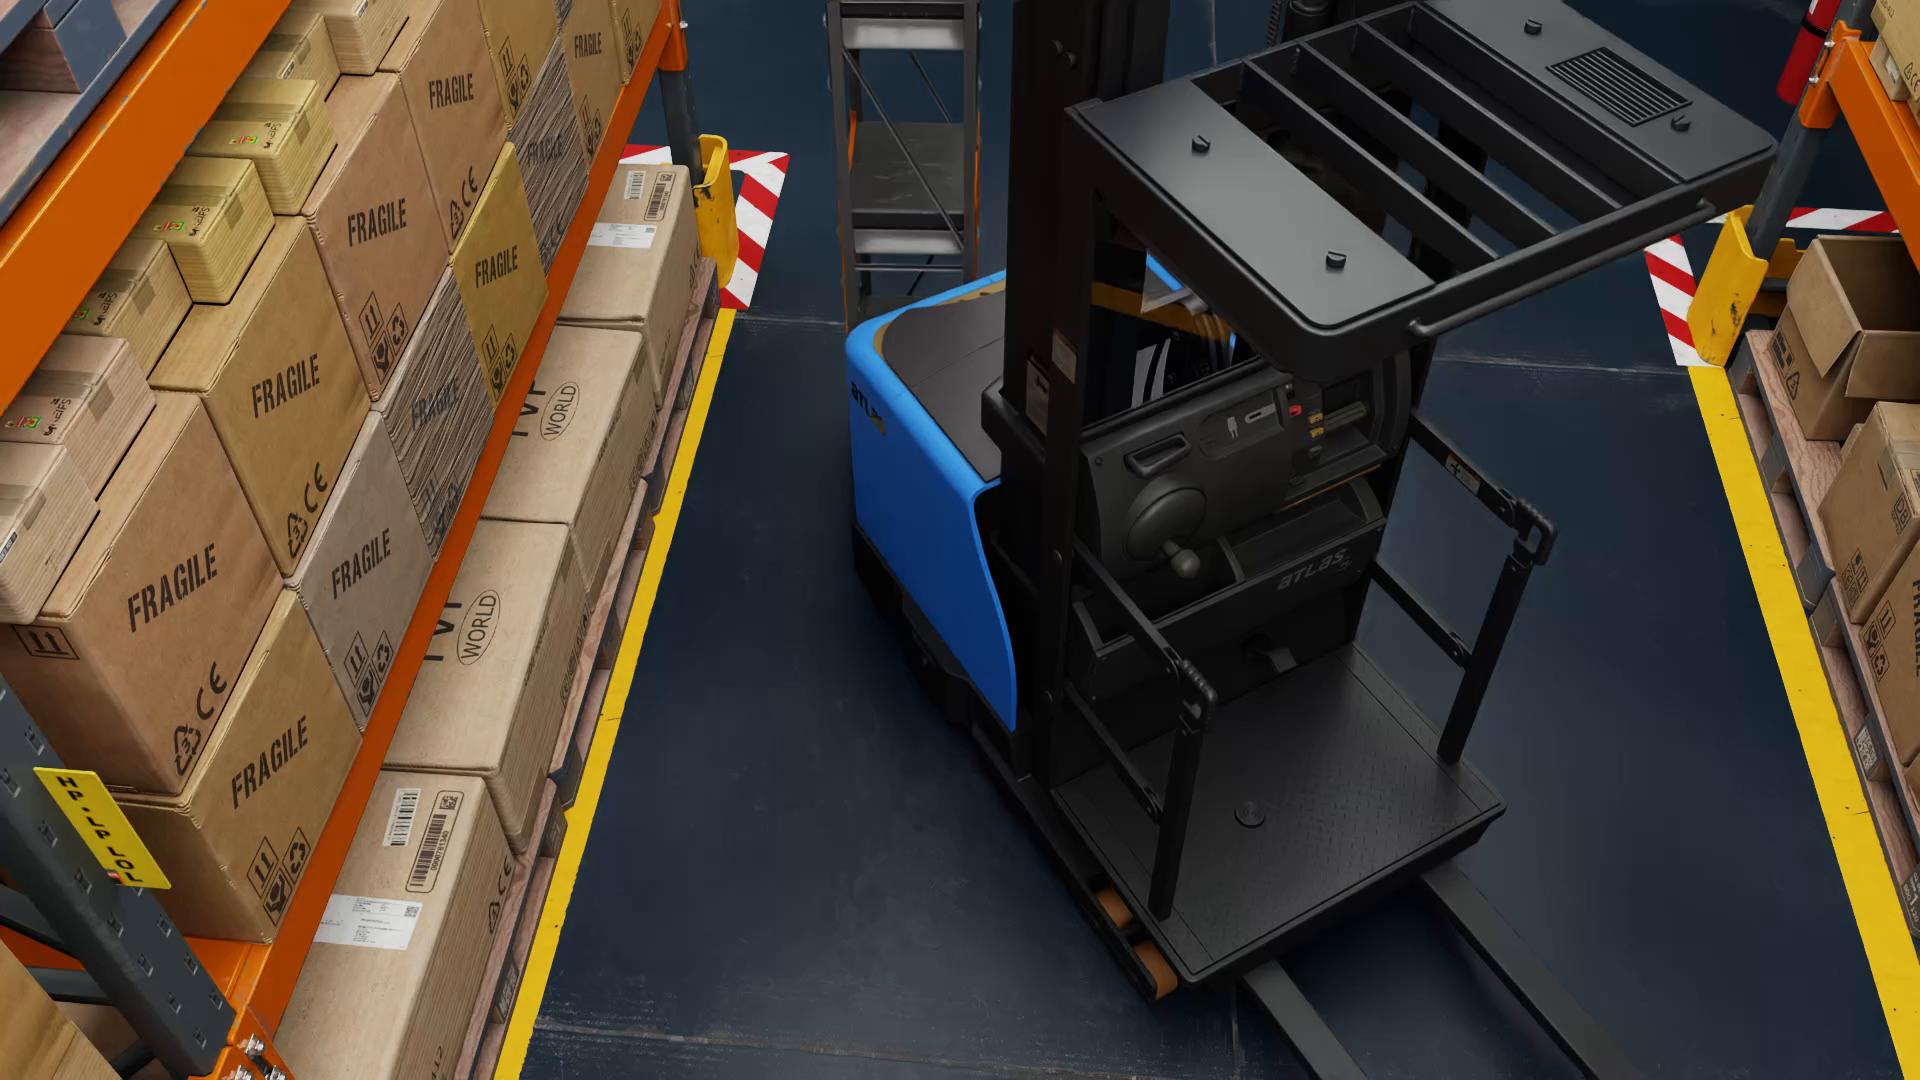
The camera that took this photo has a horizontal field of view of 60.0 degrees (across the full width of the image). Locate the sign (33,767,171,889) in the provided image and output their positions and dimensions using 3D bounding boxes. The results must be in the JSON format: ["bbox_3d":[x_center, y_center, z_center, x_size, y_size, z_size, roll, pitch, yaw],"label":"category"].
[{"bbox_3d":[-1.326,0.450,2.575,0.100,0.325,0.005,4,48,4],"label":"sign"}]

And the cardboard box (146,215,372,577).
[{"bbox_3d":[-1.530,-0.291,3.238,0.500,0.500,0.500,3,48,3],"label":"cardboard box"}]

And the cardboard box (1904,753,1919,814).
[{"bbox_3d":[3.079,0.710,4.477,0.700,0.500,0.500,2,48,2],"label":"cardboard box"}]

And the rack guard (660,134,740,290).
[{"bbox_3d":[-1.500,-1.329,6.626,1.175,0.500,0.348,4,48,4],"label":"rack guard"}]

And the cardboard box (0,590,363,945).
[{"bbox_3d":[-1.564,0.424,3.262,0.500,0.500,0.500,5,48,5],"label":"cardboard box"}]

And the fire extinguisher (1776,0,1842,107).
[{"bbox_3d":[2.994,-1.811,5.678,0.296,0.674,0.183,4,48,4],"label":"fire extinguisher"}]

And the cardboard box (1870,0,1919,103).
[{"bbox_3d":[3.131,-1.558,5.042,0.500,0.250,0.500,4,48,4],"label":"cardboard box"}]

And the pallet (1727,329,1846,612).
[{"bbox_3d":[3.362,-0.240,5.827,1.003,0.211,1.213,4,48,4],"label":"pallet"}]

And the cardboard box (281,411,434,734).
[{"bbox_3d":[-1.514,0.054,3.600,0.500,0.500,0.500,4,48,4],"label":"cardboard box"}]

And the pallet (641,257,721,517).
[{"bbox_3d":[-1.498,-0.621,6.175,1.003,0.211,1.213,4,48,4],"label":"pallet"}]

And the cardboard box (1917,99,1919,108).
[{"bbox_3d":[3.085,-1.187,4.703,0.500,0.250,0.500,4,48,4],"label":"cardboard box"}]

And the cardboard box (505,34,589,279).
[{"bbox_3d":[-1.381,-1.070,4.628,0.500,0.500,0.500,5,48,5],"label":"cardboard box"}]

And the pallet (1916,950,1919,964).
[{"bbox_3d":[3.140,1.552,4.187,1.003,0.211,1.213,4,48,4],"label":"pallet"}]

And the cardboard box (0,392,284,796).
[{"bbox_3d":[-1.583,0.080,2.899,0.500,0.500,0.500,4,48,4],"label":"cardboard box"}]

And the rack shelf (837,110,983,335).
[{"bbox_3d":[-0.149,-0.999,5.260,0.431,0.518,0.480,1,48,1],"label":"rack shelf"}]

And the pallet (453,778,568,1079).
[{"bbox_3d":[-1.720,1.172,4.535,1.003,0.211,1.213,4,48,4],"label":"pallet"}]

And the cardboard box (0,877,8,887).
[{"bbox_3d":[-2.079,0.393,3.290,0.500,0.500,0.500,4,48,4],"label":"cardboard box"}]

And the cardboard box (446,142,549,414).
[{"bbox_3d":[-1.415,-0.689,4.280,0.500,0.500,0.500,5,48,5],"label":"cardboard box"}]

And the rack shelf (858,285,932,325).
[{"bbox_3d":[-0.149,-0.527,5.776,0.431,0.518,0.480,1,48,1],"label":"rack shelf"}]

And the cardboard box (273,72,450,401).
[{"bbox_3d":[-1.472,-0.666,3.581,0.500,0.500,0.500,5,48,4],"label":"cardboard box"}]

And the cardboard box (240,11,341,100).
[{"bbox_3d":[-1.513,-0.962,3.412,0.380,0.149,0.250,4,48,3],"label":"cardboard box"}]

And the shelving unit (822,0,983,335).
[{"bbox_3d":[-0.149,-1.009,5.250,0.431,2.100,0.503,1,48,1],"label":"shelving unit"}]

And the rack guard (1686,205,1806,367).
[{"bbox_3d":[3.434,-0.924,6.256,1.175,0.500,0.348,4,48,4],"label":"rack guard"}]

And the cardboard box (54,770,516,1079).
[{"bbox_3d":[-1.703,1.054,4.205,0.875,0.438,0.875,3,48,3],"label":"cardboard box"}]

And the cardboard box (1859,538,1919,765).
[{"bbox_3d":[3.026,0.329,4.826,0.500,0.500,0.500,5,48,4],"label":"cardboard box"}]

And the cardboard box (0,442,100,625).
[{"bbox_3d":[-1.580,-0.020,2.550,0.380,0.149,0.250,3,48,3],"label":"cardboard box"}]

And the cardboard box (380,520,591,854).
[{"bbox_3d":[-1.622,0.396,4.807,0.875,0.438,0.875,3,48,2],"label":"cardboard box"}]

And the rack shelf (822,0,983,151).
[{"bbox_3d":[-0.149,-1.472,4.743,0.431,0.518,0.480,1,48,1],"label":"rack shelf"}]

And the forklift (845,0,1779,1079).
[{"bbox_3d":[0.817,-0.120,3.874,1.130,2.935,3.031,-23,52,-20],"label":"forklift"}]

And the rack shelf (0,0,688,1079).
[{"bbox_3d":[-1.685,-0.442,4.609,1.077,0.370,4.000,4,48,4],"label":"rack shelf"}]

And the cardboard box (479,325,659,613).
[{"bbox_3d":[-1.538,-0.267,5.413,0.875,0.438,0.875,5,48,5],"label":"cardboard box"}]

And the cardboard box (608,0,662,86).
[{"bbox_3d":[-1.283,-1.816,5.310,0.500,0.500,0.500,4,48,4],"label":"cardboard box"}]

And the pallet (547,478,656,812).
[{"bbox_3d":[-1.611,0.274,5.357,1.003,0.211,1.213,4,48,4],"label":"pallet"}]

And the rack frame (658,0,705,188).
[{"bbox_3d":[-1.503,-2.154,5.688,1.000,3.000,0.127,4,48,4],"label":"rack frame"}]

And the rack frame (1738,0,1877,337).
[{"bbox_3d":[3.441,-1.823,5.385,1.000,3.000,0.127,4,48,4],"label":"rack frame"}]

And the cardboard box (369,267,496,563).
[{"bbox_3d":[-1.462,-0.311,3.934,0.500,0.500,0.500,4,48,4],"label":"cardboard box"}]

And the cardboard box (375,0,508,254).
[{"bbox_3d":[-1.424,-1.037,3.920,0.500,0.500,0.500,4,48,3],"label":"cardboard box"}]

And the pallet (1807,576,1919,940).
[{"bbox_3d":[3.248,0.654,5.009,1.003,0.211,1.213,4,48,4],"label":"pallet"}]

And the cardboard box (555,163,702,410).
[{"bbox_3d":[-1.463,-0.940,6.029,0.875,0.438,0.875,2,48,2],"label":"cardboard box"}]

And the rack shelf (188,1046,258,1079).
[{"bbox_3d":[-2.049,2.497,1.921,1.077,0.370,4.000,4,48,4],"label":"rack shelf"}]

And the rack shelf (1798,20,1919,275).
[{"bbox_3d":[3.258,-0.111,4.306,1.077,0.370,4.000,4,48,4],"label":"rack shelf"}]

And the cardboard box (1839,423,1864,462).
[{"bbox_3d":[3.213,-0.250,5.594,0.380,0.149,0.250,2,48,2],"label":"cardboard box"}]

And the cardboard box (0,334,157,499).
[{"bbox_3d":[-1.573,-0.209,2.724,0.380,0.149,0.250,5,48,4],"label":"cardboard box"}]

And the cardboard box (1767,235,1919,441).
[{"bbox_3d":[3.291,-0.680,5.746,0.797,0.503,0.637,2,48,2],"label":"cardboard box"}]

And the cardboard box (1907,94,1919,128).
[{"bbox_3d":[3.160,-1.326,5.100,0.380,0.149,0.250,5,48,4],"label":"cardboard box"}]

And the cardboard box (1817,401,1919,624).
[{"bbox_3d":[3.174,-0.053,5.175,0.700,0.500,0.500,6,48,5],"label":"cardboard box"}]

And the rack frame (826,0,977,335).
[{"bbox_3d":[-0.155,-0.829,5.085,0.400,2.100,0.015,1,48,1],"label":"rack frame"}]

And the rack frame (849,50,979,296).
[{"bbox_3d":[-0.142,-1.189,5.414,0.400,2.100,0.015,1,48,1],"label":"rack frame"}]

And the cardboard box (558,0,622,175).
[{"bbox_3d":[-1.344,-1.448,4.974,0.500,0.500,0.500,3,48,3],"label":"cardboard box"}]

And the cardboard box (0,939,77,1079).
[{"bbox_3d":[-1.658,0.759,2.278,0.500,0.500,0.500,5,48,5],"label":"cardboard box"}]

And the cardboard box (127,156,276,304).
[{"bbox_3d":[-1.508,-0.578,3.061,0.380,0.149,0.250,4,48,3],"label":"cardboard box"}]

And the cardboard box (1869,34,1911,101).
[{"bbox_3d":[3.138,-1.516,5.274,0.380,0.149,0.250,4,48,3],"label":"cardboard box"}]

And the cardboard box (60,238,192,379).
[{"bbox_3d":[-1.591,-0.400,2.898,0.380,0.149,0.250,3,48,3],"label":"cardboard box"}]

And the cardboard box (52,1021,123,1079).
[{"bbox_3d":[-1.665,1.007,2.559,0.500,0.250,0.500,4,48,3],"label":"cardboard box"}]

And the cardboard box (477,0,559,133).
[{"bbox_3d":[-1.376,-1.406,4.258,0.500,0.500,0.500,4,48,3],"label":"cardboard box"}]

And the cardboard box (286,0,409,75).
[{"bbox_3d":[-1.422,-1.138,3.573,0.380,0.149,0.250,4,48,4],"label":"cardboard box"}]

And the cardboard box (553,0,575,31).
[{"bbox_3d":[-1.328,-1.769,4.590,0.500,0.500,0.500,4,48,4],"label":"cardboard box"}]

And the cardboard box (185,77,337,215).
[{"bbox_3d":[-1.455,-0.772,3.238,0.380,0.149,0.250,3,48,2],"label":"cardboard box"}]
